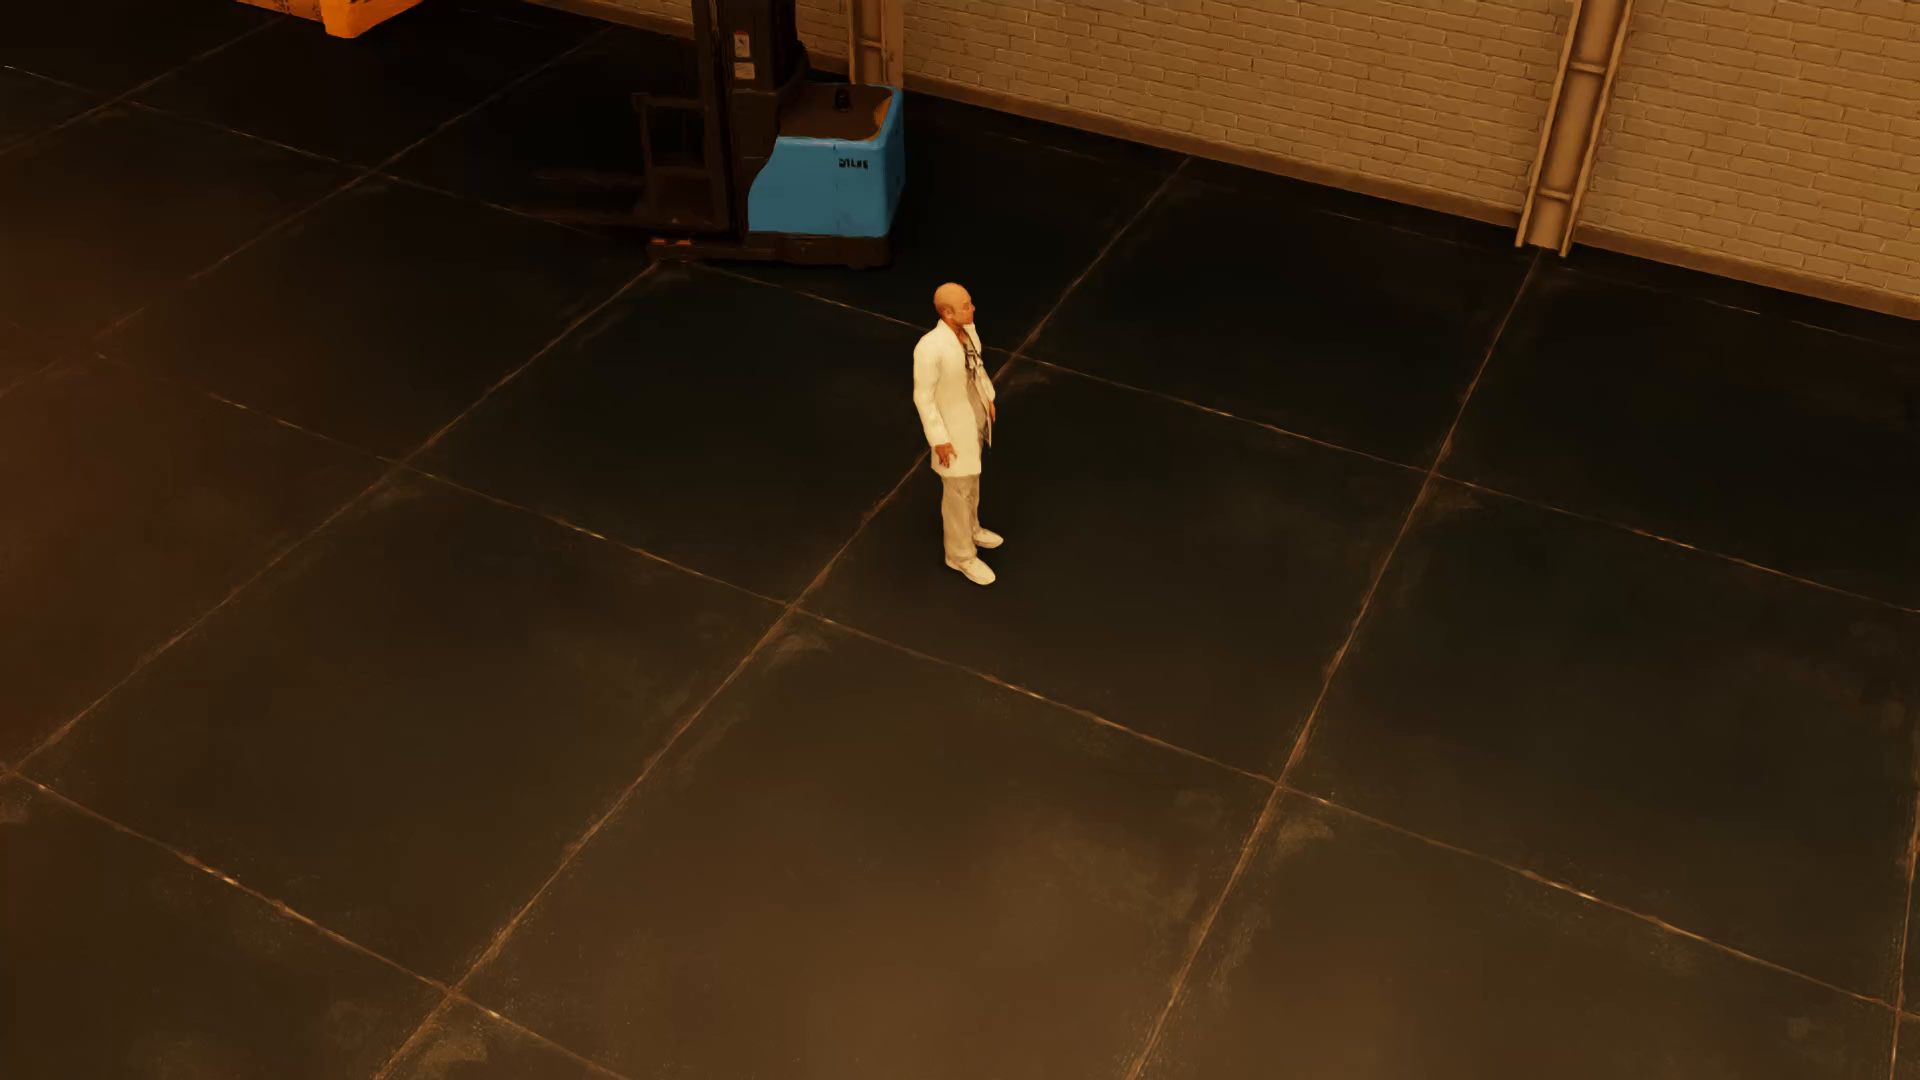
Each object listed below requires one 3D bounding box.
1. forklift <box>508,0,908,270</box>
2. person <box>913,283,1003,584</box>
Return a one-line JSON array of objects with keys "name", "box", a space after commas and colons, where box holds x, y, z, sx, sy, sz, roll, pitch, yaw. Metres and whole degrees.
[{"name": "forklift", "box": [-1.978, -3.593, 12.253, 3.031, 2.935, 1.130, 5, 40, 6]}, {"name": "person", "box": [0.079, -0.656, 9.649, 0.579, 1.776, 0.694, 18, 43, 21]}]
